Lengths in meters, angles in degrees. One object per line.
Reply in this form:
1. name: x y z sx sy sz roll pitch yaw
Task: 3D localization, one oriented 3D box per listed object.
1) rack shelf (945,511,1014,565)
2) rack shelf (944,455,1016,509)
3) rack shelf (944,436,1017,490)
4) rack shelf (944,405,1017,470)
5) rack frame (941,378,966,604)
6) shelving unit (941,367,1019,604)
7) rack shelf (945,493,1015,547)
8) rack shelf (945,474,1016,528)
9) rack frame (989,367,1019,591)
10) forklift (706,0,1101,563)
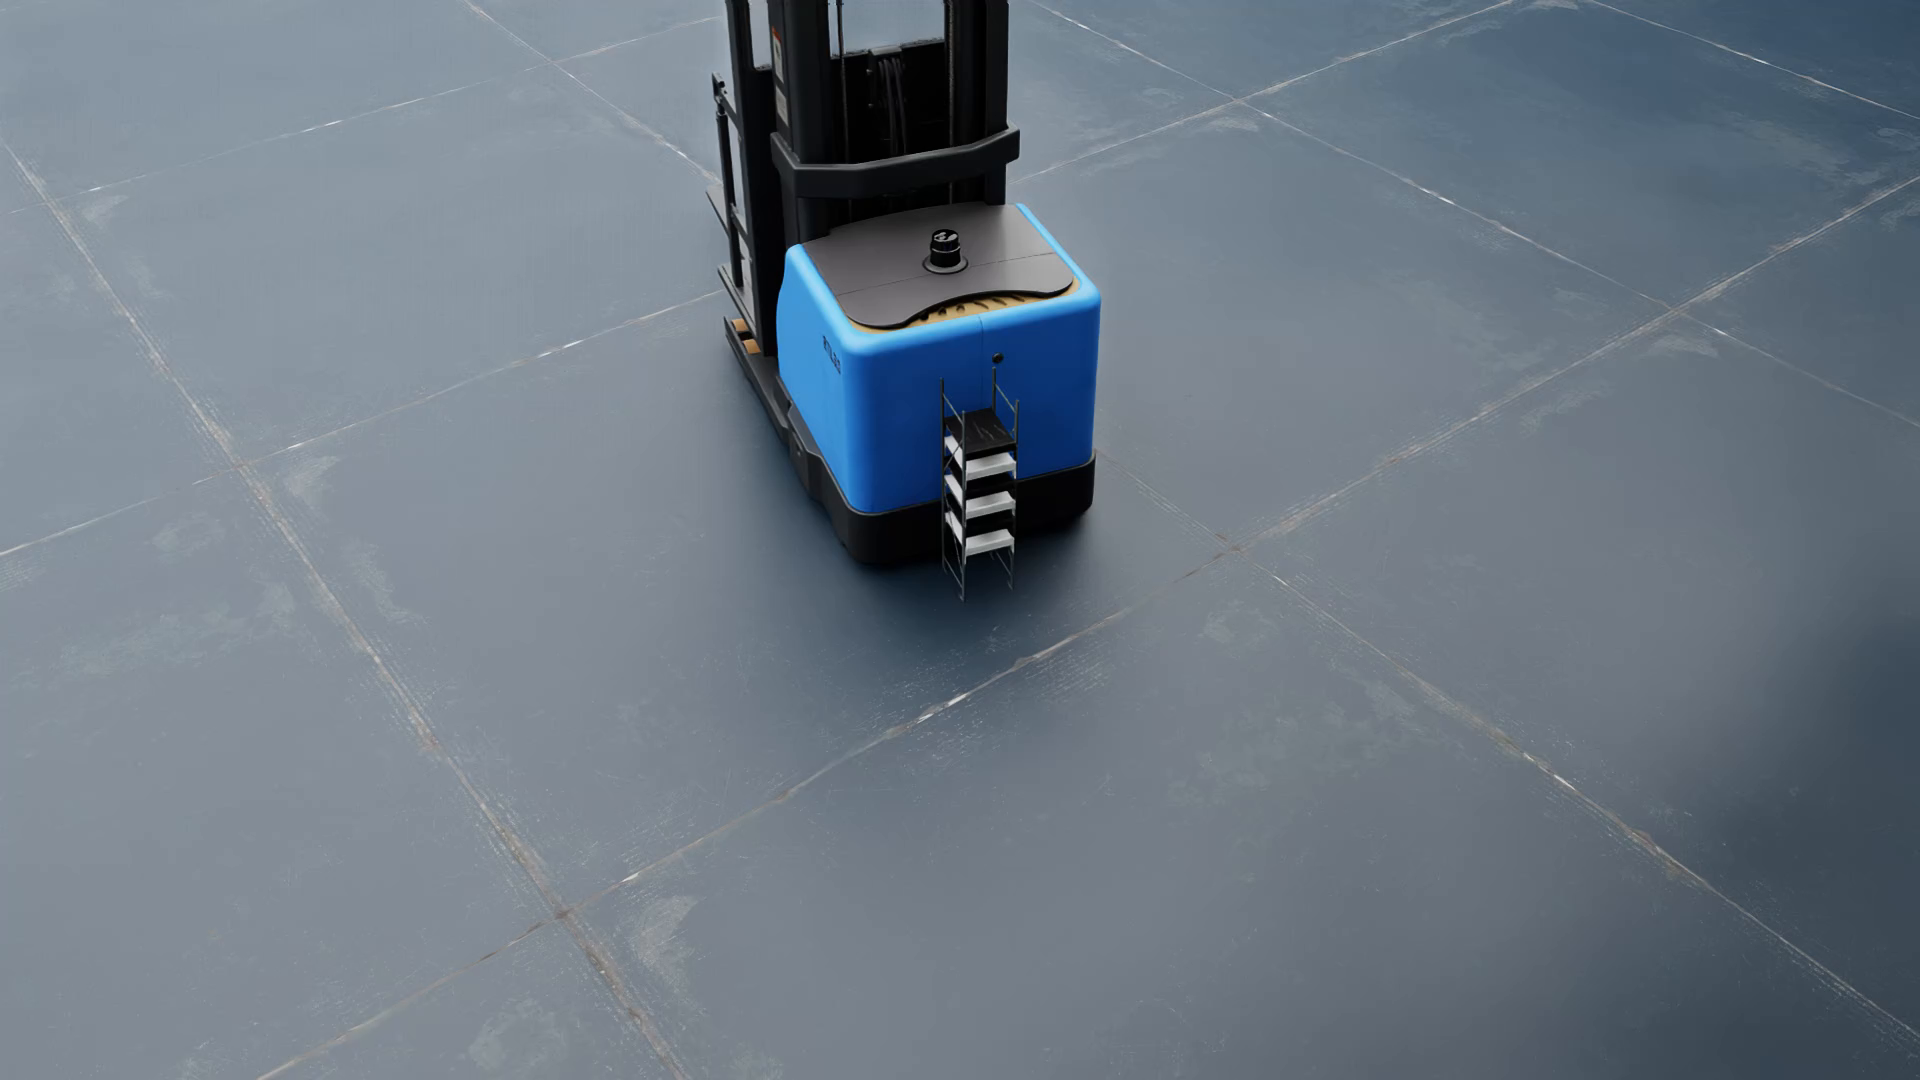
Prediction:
1. rack shelf: 0.069 -0.031 6.413 0.200 0.077 0.258 -14 42 -16
2. rack shelf: 0.069 -0.239 6.241 0.200 0.077 0.258 -14 42 -16
3. rack shelf: 0.069 -0.308 6.184 0.200 0.077 0.258 -14 42 -16
4. rack shelf: 0.069 -0.377 6.127 0.200 0.077 0.258 -14 42 -16
5. rack frame: -0.026 -0.172 6.249 0.006 0.900 0.240 -14 42 -16
6. shelving unit: 0.069 -0.195 6.277 0.210 0.900 0.258 -14 42 -16
7. rack shelf: 0.069 -0.100 6.356 0.200 0.077 0.258 -14 42 -16
8. rack shelf: 0.069 -0.169 6.299 0.200 0.077 0.258 -14 42 -16
9. rack frame: 0.164 -0.218 6.306 0.006 0.900 0.240 -14 42 -16
10. forklift: -0.458 -1.982 6.855 1.130 2.935 3.031 -14 41 -16
